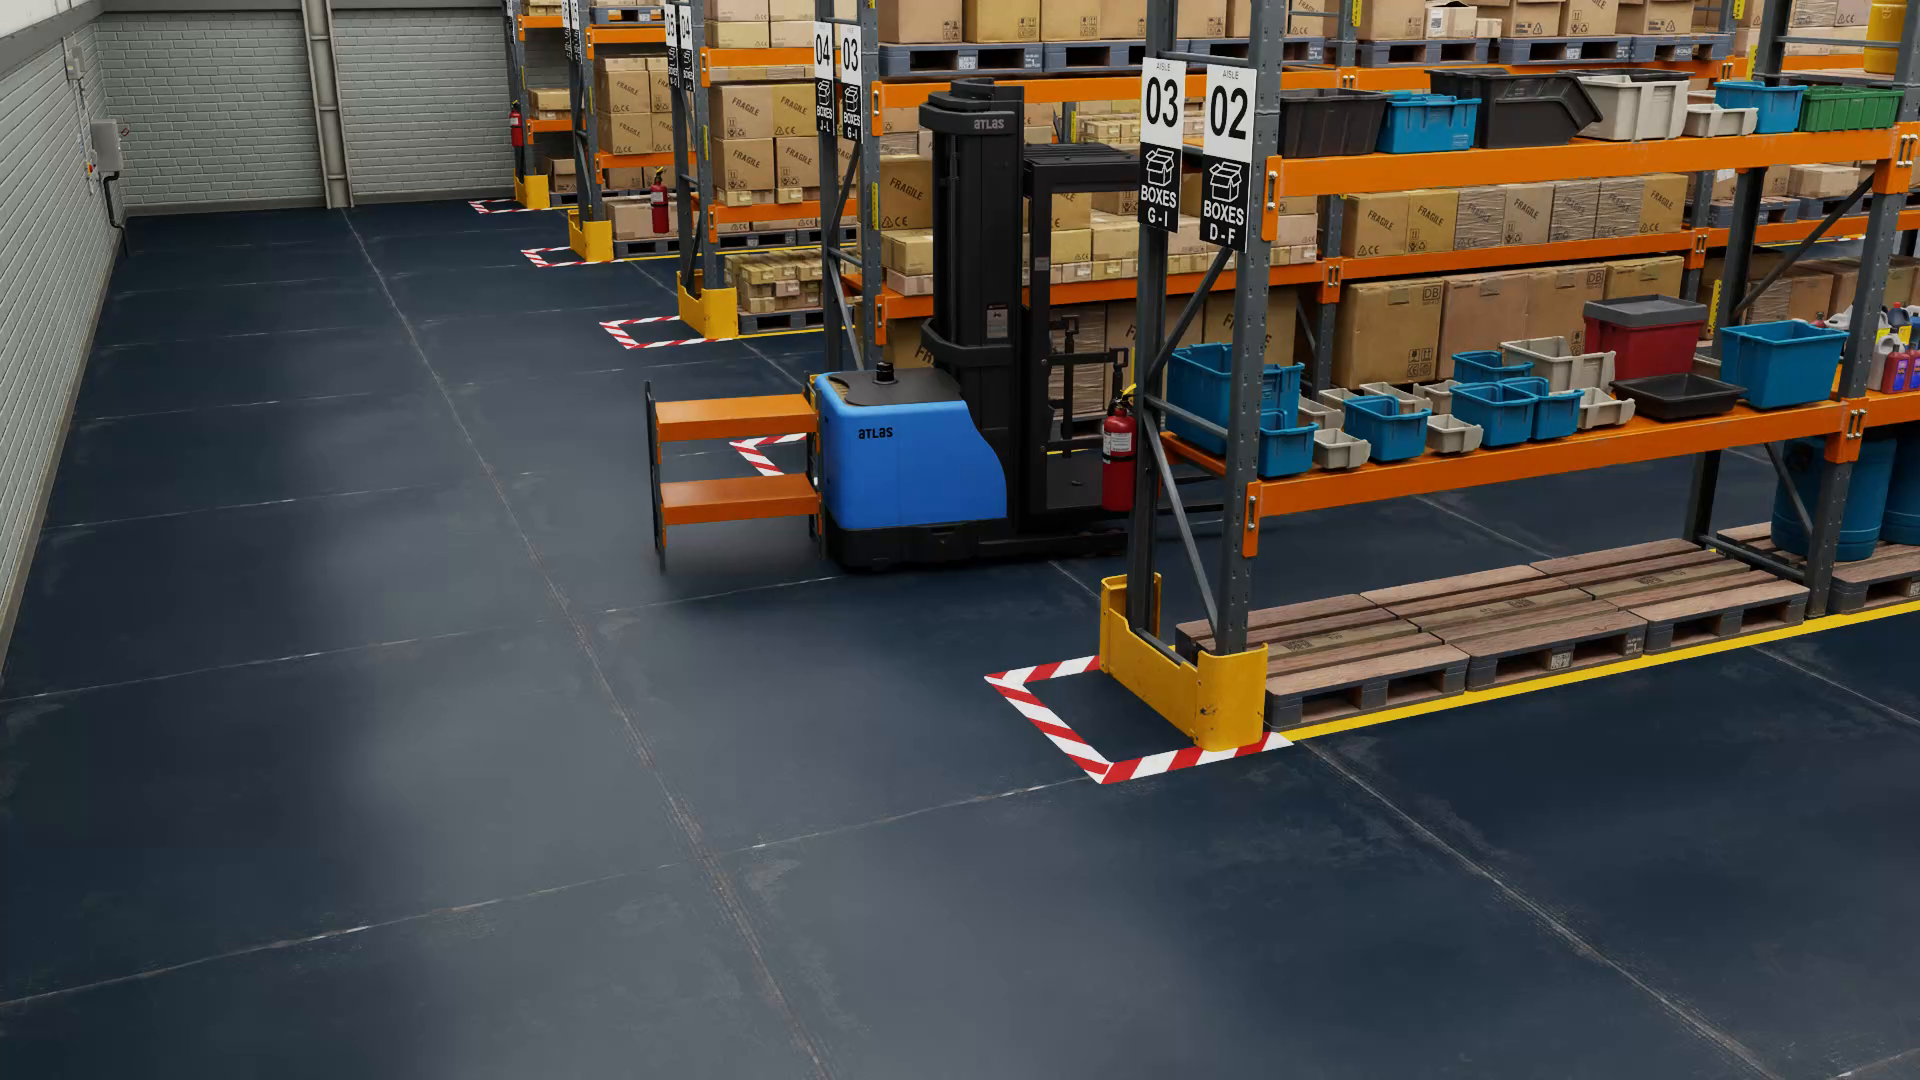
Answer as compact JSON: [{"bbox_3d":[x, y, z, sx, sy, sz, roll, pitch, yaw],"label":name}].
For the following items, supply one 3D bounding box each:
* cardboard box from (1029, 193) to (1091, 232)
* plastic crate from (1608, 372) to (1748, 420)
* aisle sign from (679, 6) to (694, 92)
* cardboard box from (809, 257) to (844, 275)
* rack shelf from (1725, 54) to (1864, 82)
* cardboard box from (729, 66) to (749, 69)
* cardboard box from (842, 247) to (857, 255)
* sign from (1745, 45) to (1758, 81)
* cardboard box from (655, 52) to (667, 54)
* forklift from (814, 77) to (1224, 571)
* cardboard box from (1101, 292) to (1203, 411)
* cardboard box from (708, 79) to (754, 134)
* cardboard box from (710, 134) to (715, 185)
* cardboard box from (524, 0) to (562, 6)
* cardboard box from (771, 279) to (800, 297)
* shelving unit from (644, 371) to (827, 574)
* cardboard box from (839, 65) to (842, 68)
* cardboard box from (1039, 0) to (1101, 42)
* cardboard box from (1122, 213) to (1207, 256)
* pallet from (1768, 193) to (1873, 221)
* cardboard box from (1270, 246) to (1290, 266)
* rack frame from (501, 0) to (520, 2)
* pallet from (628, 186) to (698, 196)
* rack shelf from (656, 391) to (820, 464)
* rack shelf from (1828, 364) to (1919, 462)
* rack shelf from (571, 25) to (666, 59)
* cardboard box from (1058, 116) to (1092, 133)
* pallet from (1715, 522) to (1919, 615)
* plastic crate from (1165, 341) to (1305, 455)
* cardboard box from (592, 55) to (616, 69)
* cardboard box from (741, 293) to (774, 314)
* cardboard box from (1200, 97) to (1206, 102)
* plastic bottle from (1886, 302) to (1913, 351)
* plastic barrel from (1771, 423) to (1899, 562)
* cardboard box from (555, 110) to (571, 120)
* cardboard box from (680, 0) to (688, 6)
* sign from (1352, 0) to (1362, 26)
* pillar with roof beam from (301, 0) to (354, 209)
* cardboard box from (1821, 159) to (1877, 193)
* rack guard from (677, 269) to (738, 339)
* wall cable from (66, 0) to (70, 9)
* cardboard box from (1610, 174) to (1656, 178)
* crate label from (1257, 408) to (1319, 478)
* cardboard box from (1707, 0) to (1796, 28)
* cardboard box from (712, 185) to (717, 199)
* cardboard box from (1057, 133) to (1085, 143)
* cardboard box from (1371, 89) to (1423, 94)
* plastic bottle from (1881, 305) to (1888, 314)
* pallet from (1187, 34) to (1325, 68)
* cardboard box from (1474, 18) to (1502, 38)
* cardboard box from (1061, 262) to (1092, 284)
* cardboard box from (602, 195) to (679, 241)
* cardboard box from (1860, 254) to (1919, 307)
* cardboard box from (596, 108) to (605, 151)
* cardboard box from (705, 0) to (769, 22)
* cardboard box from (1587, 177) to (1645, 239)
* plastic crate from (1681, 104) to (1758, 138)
[{"bbox_3d":[0.661,-2.635,12.637,0.500,0.500,0.500,-9,21,-23],"label":"cardboard box"},{"bbox_3d":[3.894,-0.780,9.044,0.590,0.125,0.437,-8,21,-22],"label":"plastic crate"},{"bbox_3d":[-2.639,-4.746,16.069,0.004,0.787,0.394,-8,21,-22],"label":"aisle sign"},{"bbox_3d":[-1.393,-2.845,17.349,0.250,0.149,0.380,-9,21,-25],"label":"cardboard box"},{"bbox_3d":[8.363,-4.486,15.812,4.000,0.370,1.077,-8,21,-22],"label":"rack shelf"},{"bbox_3d":[-2.868,-6.095,21.183,0.250,0.149,0.380,-9,21,-23],"label":"cardboard box"},{"bbox_3d":[-1.091,-3.058,17.954,0.250,0.149,0.380,-9,21,-24],"label":"cardboard box"},{"bbox_3d":[4.600,-2.698,9.637,0.005,0.325,0.100,-8,21,-22],"label":"sign"},{"bbox_3d":[-4.514,-7.465,26.355,0.500,0.500,0.500,-9,21,-23],"label":"cardboard box"},{"bbox_3d":[0.608,-1.434,10.680,3.031,2.935,1.130,-5,20,-13],"label":"forklift"},{"bbox_3d":[1.390,-1.636,13.719,0.875,0.875,0.875,-8,21,-22],"label":"cardboard box"},{"bbox_3d":[-2.369,-4.416,16.943,0.500,0.500,0.500,-9,21,-23],"label":"cardboard box"},{"bbox_3d":[-2.380,-3.946,17.113,0.500,0.500,0.500,-8,21,-21],"label":"cardboard box"},{"bbox_3d":[-6.198,-8.089,24.742,0.500,0.250,0.500,-8,21,-23],"label":"cardboard box"},{"bbox_3d":[-1.834,-2.624,17.169,0.250,0.149,0.380,-8,21,-22],"label":"cardboard box"},{"bbox_3d":[-1.424,-0.440,10.577,1.048,1.125,0.538,-5,20,-13],"label":"shelving unit"},{"bbox_3d":[-1.395,-6.015,21.934,0.500,0.500,0.500,-8,21,-22],"label":"cardboard box"},{"bbox_3d":[0.657,-4.007,12.435,0.500,0.500,0.700,-10,22,-26],"label":"cardboard box"},{"bbox_3d":[1.610,-2.416,13.146,0.500,0.250,0.500,-8,21,-21],"label":"cardboard box"},{"bbox_3d":[8.328,-3.330,16.251,1.213,0.211,1.003,-8,21,-22],"label":"pallet"},{"bbox_3d":[2.467,-2.328,13.497,0.250,0.149,0.380,-8,21,-21],"label":"cardboard box"},{"bbox_3d":[-6.714,-9.460,24.339,0.127,3.000,1.000,-8,21,-22],"label":"rack frame"},{"bbox_3d":[-4.794,-5.589,26.578,1.213,0.211,1.003,-8,21,-22],"label":"pallet"},{"bbox_3d":[-1.424,-0.716,10.480,1.000,0.278,0.538,-5,20,-13],"label":"rack shelf"},{"bbox_3d":[6.652,-1.034,10.526,4.000,0.370,1.077,-8,21,-22],"label":"rack shelf"},{"bbox_3d":[-2.908,-6.455,21.406,4.000,0.370,1.077,-8,21,-22],"label":"rack shelf"},{"bbox_3d":[1.273,-4.619,18.475,0.250,0.149,0.380,-7,21,-19],"label":"cardboard box"},{"bbox_3d":[5.541,0.116,10.375,1.213,0.211,1.003,-8,21,-22],"label":"pallet"},{"bbox_3d":[1.376,-0.730,8.436,0.499,0.435,0.616,-8,21,-22],"label":"plastic crate"},{"bbox_3d":[-4.494,-6.050,21.055,0.250,0.149,0.380,-8,21,-21],"label":"cardboard box"},{"bbox_3d":[-2.083,-2.445,17.111,0.250,0.149,0.380,-8,21,-21],"label":"cardboard box"},{"bbox_3d":[3.582,-6.614,24.059,0.500,0.500,0.500,-7,21,-19],"label":"cardboard box"},{"bbox_3d":[5.757,-1.288,10.239,0.185,0.351,0.144,-8,21,-22],"label":"plastic bottle"},{"bbox_3d":[5.322,-0.385,10.127,0.708,0.901,0.600,-8,21,-22],"label":"plastic barrel"},{"bbox_3d":[-6.088,-6.519,25.397,0.250,0.149,0.380,-8,21,-21],"label":"cardboard box"},{"bbox_3d":[-3.350,-6.917,20.984,0.500,0.311,0.500,-8,21,-21],"label":"cardboard box"},{"bbox_3d":[3.075,-4.148,12.872,0.005,0.325,0.100,-8,21,-22],"label":"sign"},{"bbox_3d":[-7.841,-8.067,20.384,0.400,9.000,9.100,-8,21,-22],"label":"pillar with roof beam"},{"bbox_3d":[8.644,-3.664,16.124,0.637,0.503,0.797,-6,20,-16],"label":"cardboard box"},{"bbox_3d":[-2.621,-2.452,17.232,0.348,0.500,1.175,-8,21,-22],"label":"rack guard"},{"bbox_3d":[-10.151,-7.342,18.325,0.029,3.000,2.355,-8,21,-22],"label":"wall cable"},{"bbox_3d":[5.849,-3.576,15.001,0.637,0.503,0.797,-7,21,-20],"label":"cardboard box"},{"bbox_3d":[1.500,-0.466,7.990,0.303,0.233,0.416,-8,21,-22],"label":"crate label"},{"bbox_3d":[7.060,-4.828,14.799,0.500,0.500,0.500,-8,21,-21],"label":"cardboard box"},{"bbox_3d":[-2.503,-3.631,17.197,0.250,0.149,0.380,-8,21,-22],"label":"cardboard box"},{"bbox_3d":[1.269,-4.479,18.525,0.250,0.149,0.380,-7,21,-20],"label":"cardboard box"},{"bbox_3d":[5.071,-5.248,19.754,0.500,0.500,0.700,-8,21,-22],"label":"cardboard box"},{"bbox_3d":[5.700,-1.332,10.364,0.185,0.351,0.144,-8,21,-22],"label":"plastic bottle"},{"bbox_3d":[2.098,-3.890,13.169,1.213,0.211,1.003,-8,21,-22],"label":"pallet"},{"bbox_3d":[4.280,-4.266,13.849,0.250,0.149,0.380,-9,21,-24],"label":"cardboard box"},{"bbox_3d":[0.817,-2.092,12.826,0.250,0.149,0.380,-8,21,-23],"label":"cardboard box"},{"bbox_3d":[-4.178,-4.224,21.727,0.875,0.438,0.875,-9,21,-24],"label":"cardboard box"},{"bbox_3d":[9.627,-2.628,17.069,0.500,0.500,0.700,-10,22,-26],"label":"cardboard box"},{"bbox_3d":[-4.406,-5.308,21.431,0.500,0.500,0.500,-8,21,-22],"label":"cardboard box"},{"bbox_3d":[-2.176,-5.180,16.175,0.500,0.250,0.500,-8,21,-21],"label":"cardboard box"},{"bbox_3d":[5.712,-2.990,14.847,0.500,0.500,0.500,-8,21,-22],"label":"cardboard box"},{"bbox_3d":[3.799,-2.118,8.400,0.466,0.136,0.293,-8,21,-22],"label":"plastic crate"}]
